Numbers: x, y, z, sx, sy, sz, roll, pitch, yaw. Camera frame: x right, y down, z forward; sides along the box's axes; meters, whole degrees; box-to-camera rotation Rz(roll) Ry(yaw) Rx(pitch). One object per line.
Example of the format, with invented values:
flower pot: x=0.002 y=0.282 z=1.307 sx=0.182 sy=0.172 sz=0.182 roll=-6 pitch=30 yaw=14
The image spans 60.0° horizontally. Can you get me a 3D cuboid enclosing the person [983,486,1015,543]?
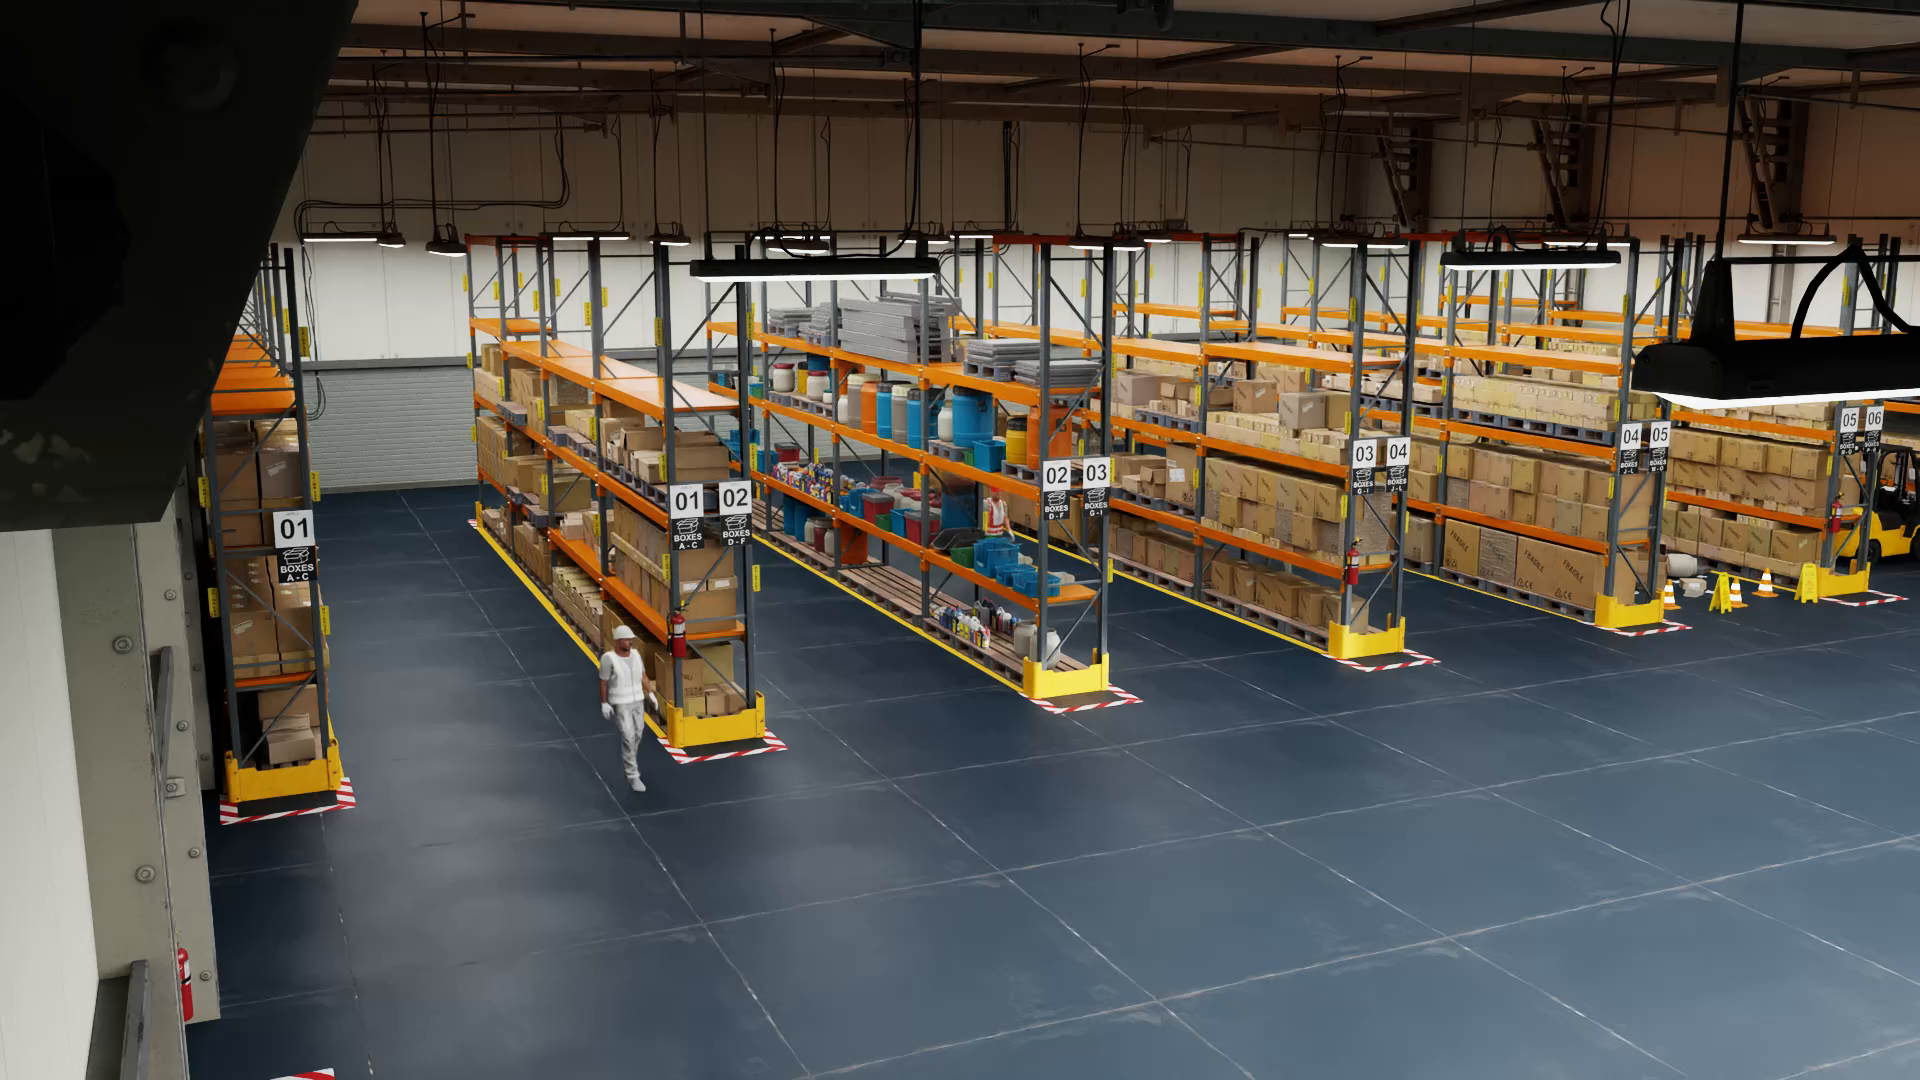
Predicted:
person: x=0.578 y=-0.098 z=27.421 sx=1.077 sy=1.718 sz=0.538 roll=9 pitch=14 yaw=39

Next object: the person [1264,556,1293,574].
person: x=5.624 y=-0.099 z=29.213 sx=0.526 sy=1.635 sz=0.908 roll=-3 pitch=11 yaw=-16

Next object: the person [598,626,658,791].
person: x=-3.687 y=1.888 z=18.830 sx=0.680 sy=1.814 sz=0.570 roll=9 pitch=14 yaw=40
